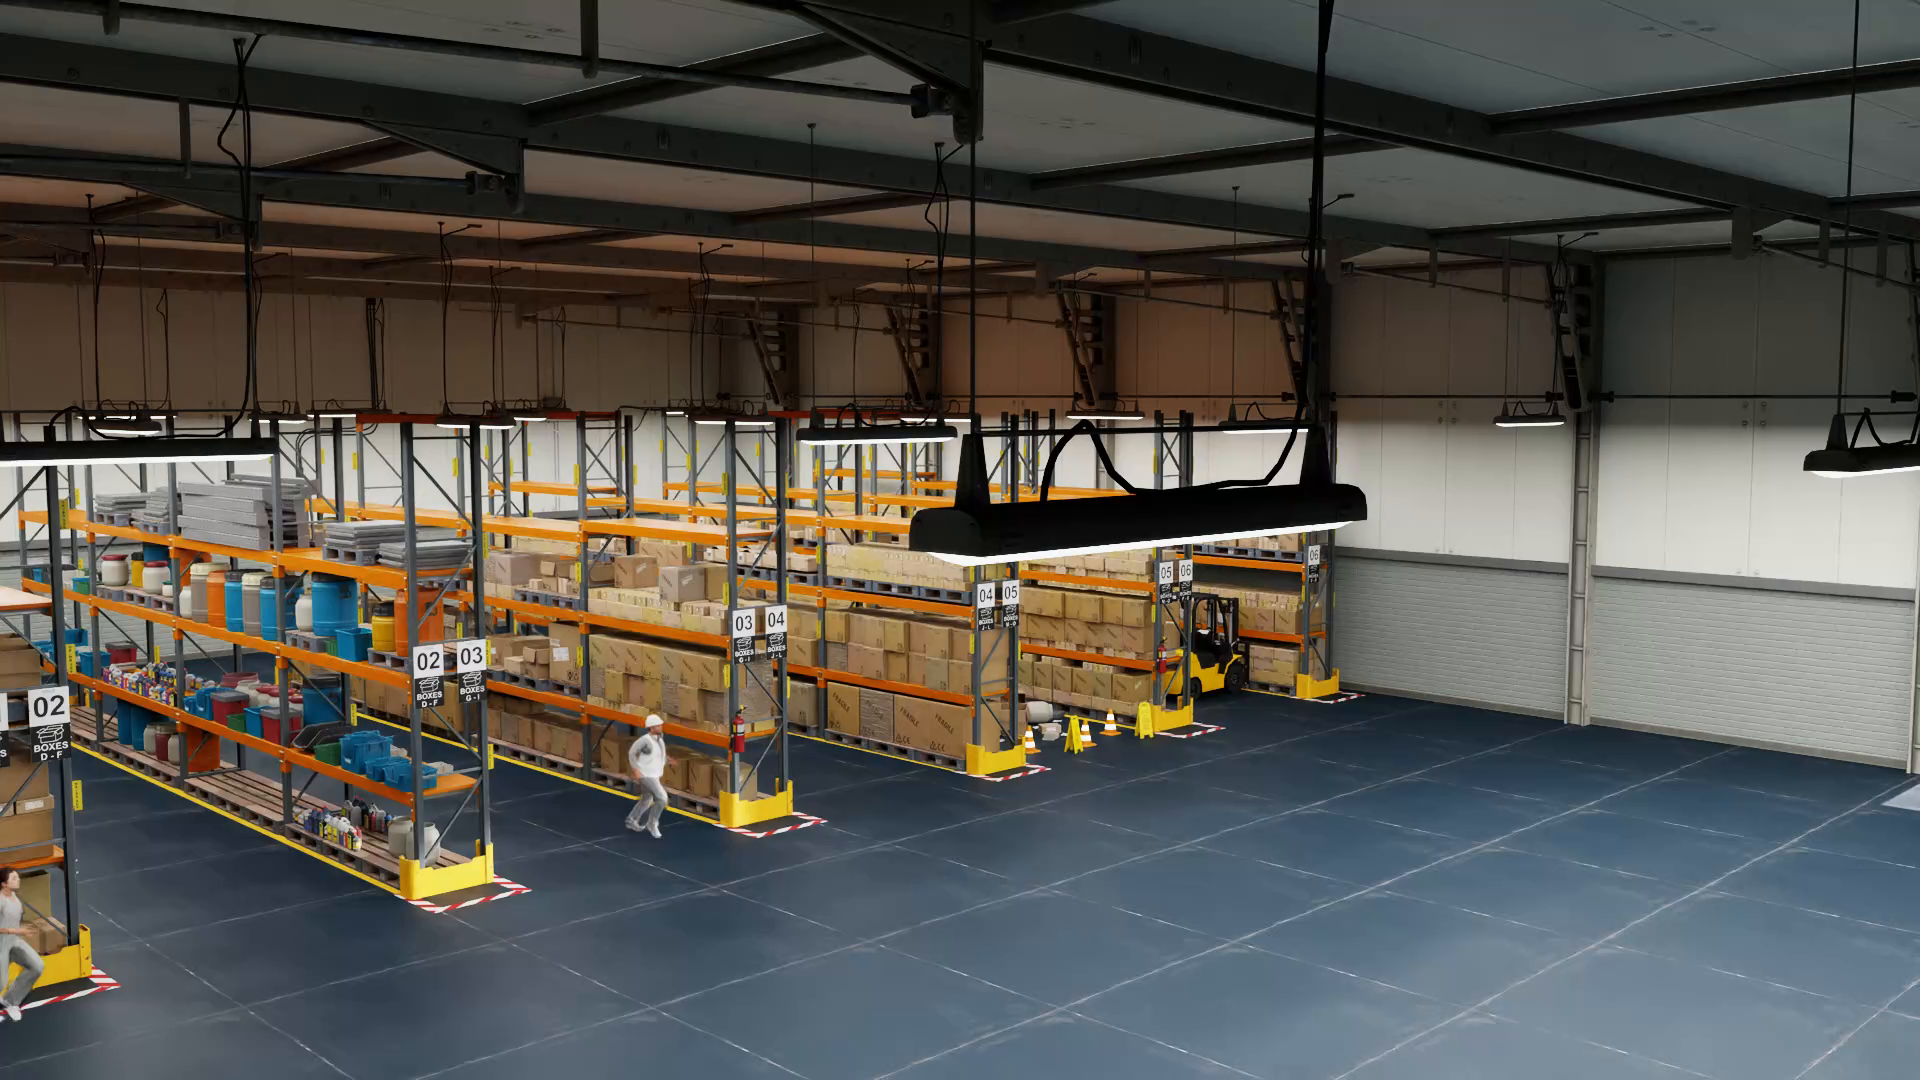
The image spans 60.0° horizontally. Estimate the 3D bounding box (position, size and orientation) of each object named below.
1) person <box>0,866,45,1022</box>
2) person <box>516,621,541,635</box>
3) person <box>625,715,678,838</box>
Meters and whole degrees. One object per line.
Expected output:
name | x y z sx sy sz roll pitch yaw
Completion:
person | -9.569 4.070 16.673 0.736 1.599 0.573 0 5 1
person | -10.927 1.819 41.657 0.719 1.749 0.937 3 6 28
person | -4.460 3.396 23.895 0.834 1.789 0.608 1 5 15
